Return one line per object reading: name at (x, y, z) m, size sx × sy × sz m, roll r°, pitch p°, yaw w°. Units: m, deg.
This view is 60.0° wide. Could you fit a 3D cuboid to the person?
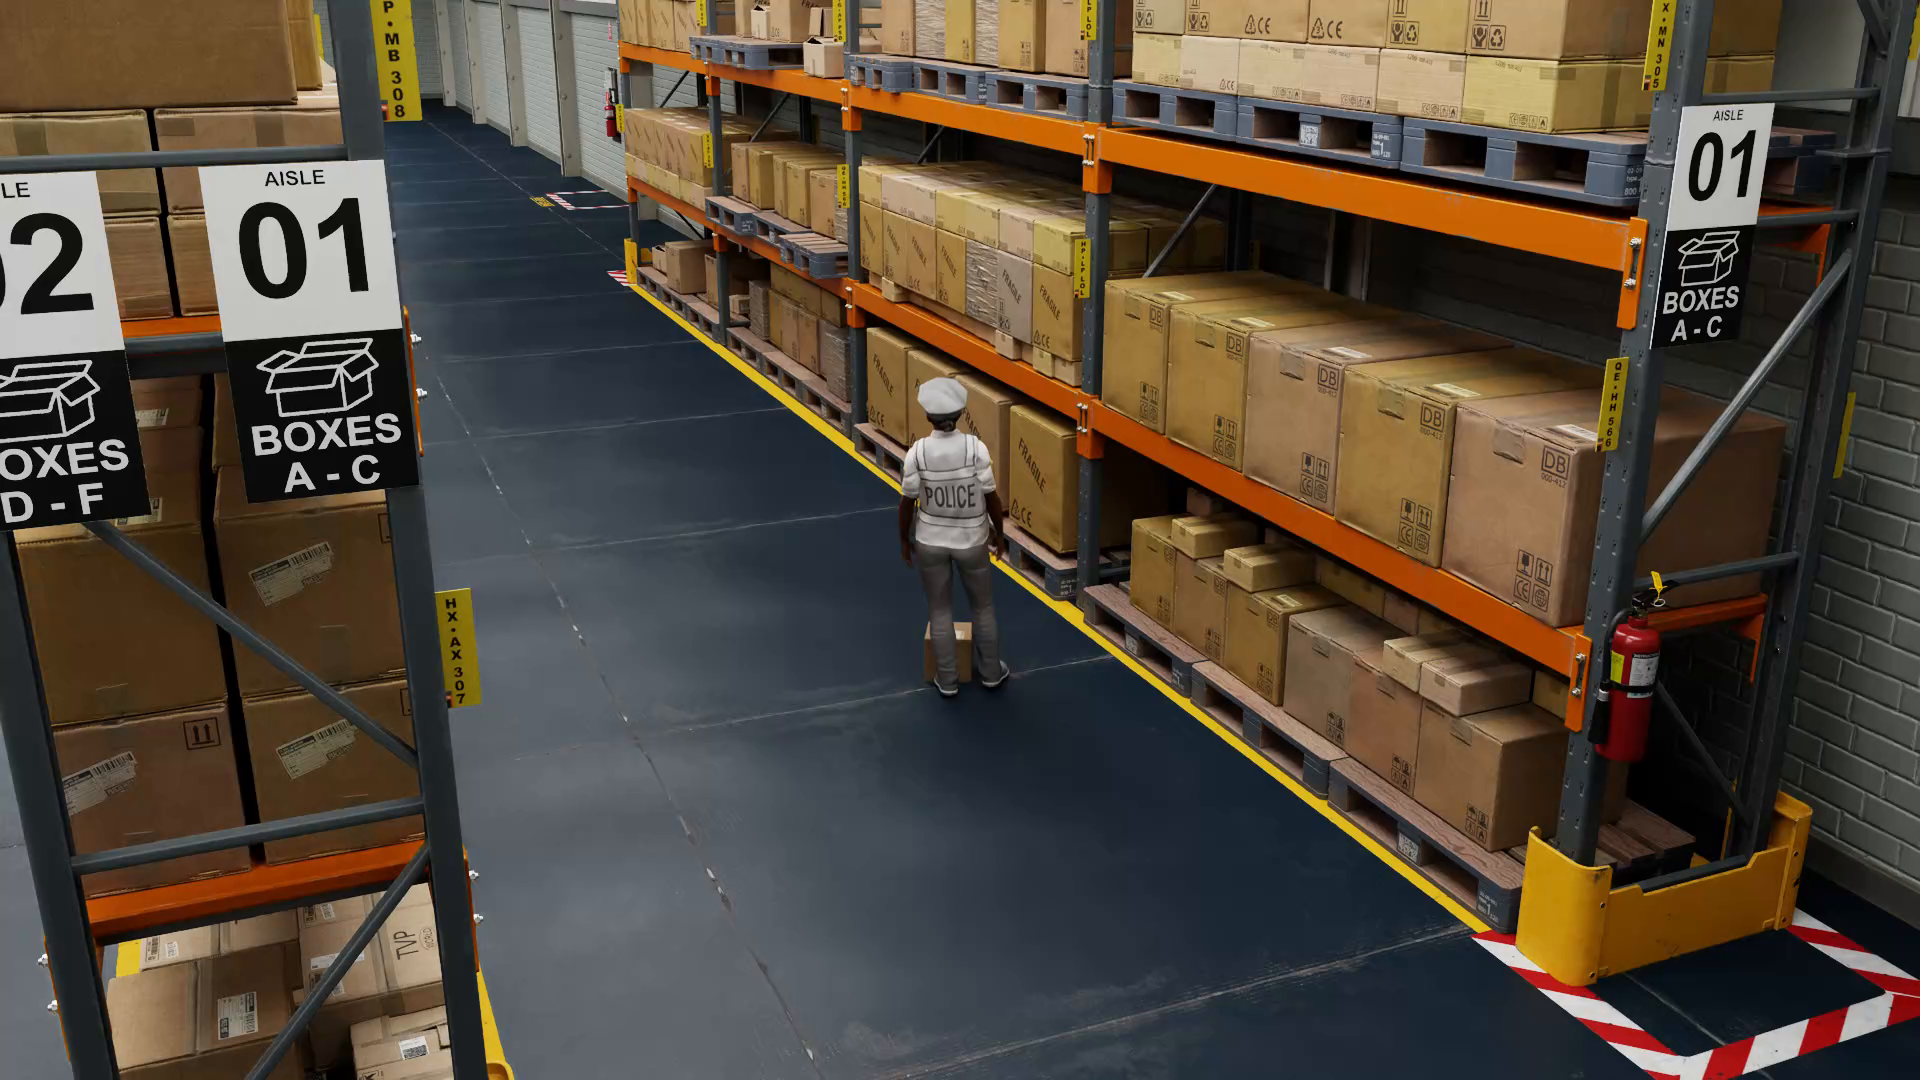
person at (-0.026, -0.019, 8.541) m, size 0.569 × 1.695 × 0.530 m, roll 1°, pitch 19°, yaw 2°
